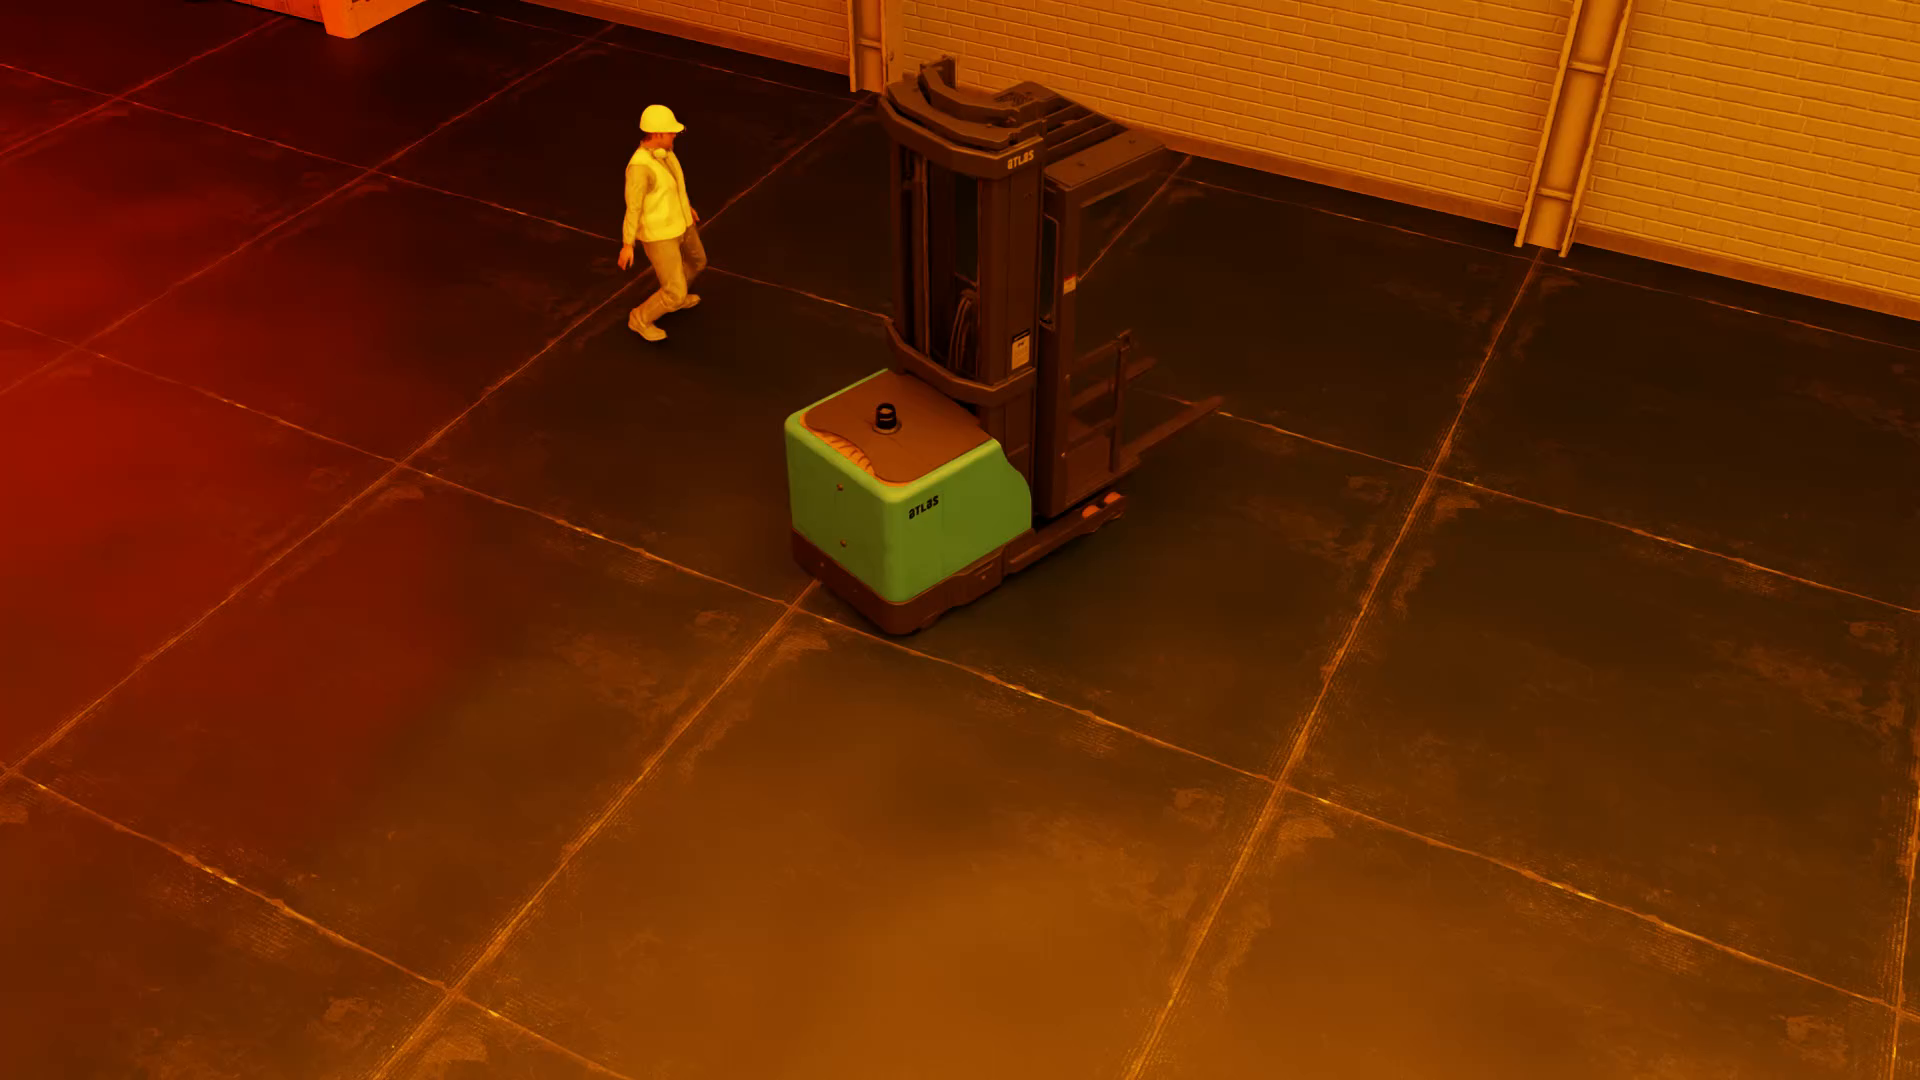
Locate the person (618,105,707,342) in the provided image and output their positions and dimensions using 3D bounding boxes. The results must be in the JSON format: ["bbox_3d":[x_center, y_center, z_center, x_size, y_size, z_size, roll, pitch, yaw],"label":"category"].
[{"bbox_3d":[-2.093,-2.176,11.542,0.486,1.689,0.874,11,41,13],"label":"person"}]

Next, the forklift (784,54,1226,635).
[{"bbox_3d":[0.416,-1.396,9.643,3.031,2.935,1.130,-30,49,-31],"label":"forklift"}]
